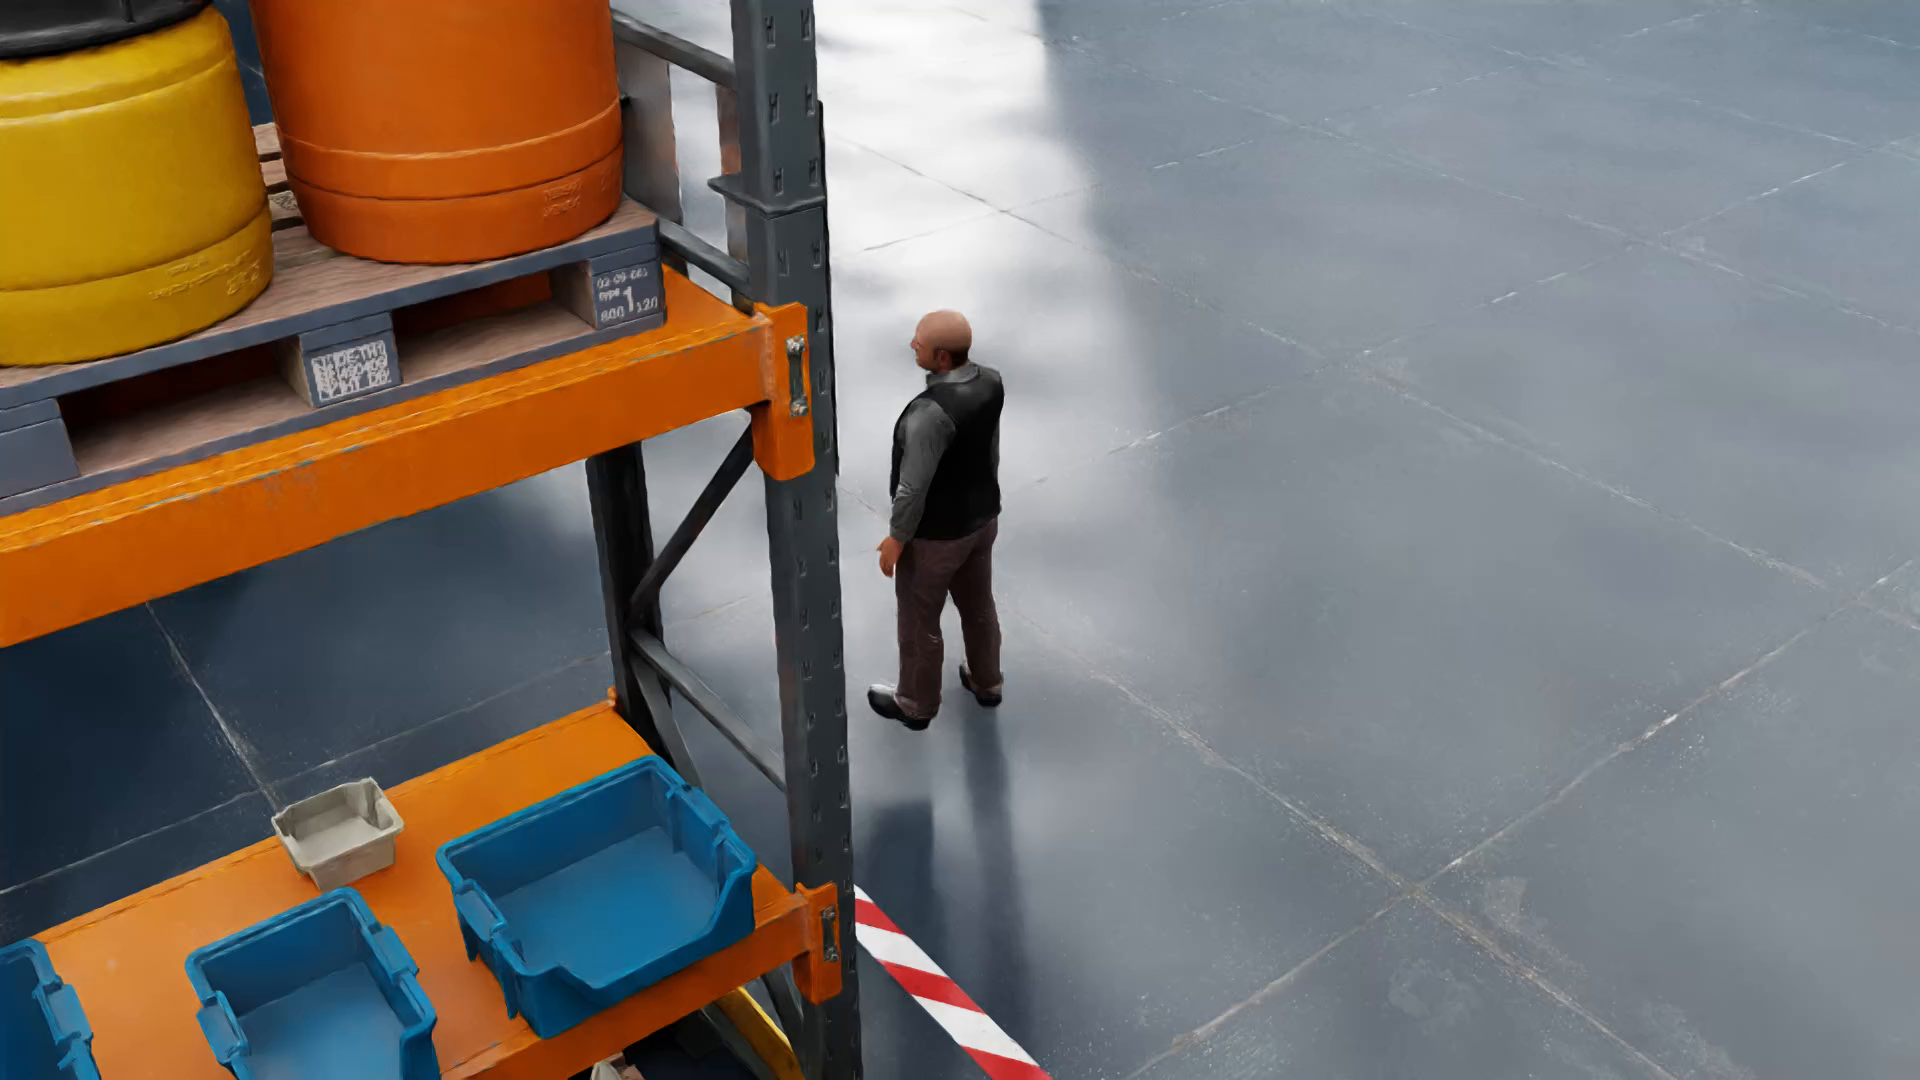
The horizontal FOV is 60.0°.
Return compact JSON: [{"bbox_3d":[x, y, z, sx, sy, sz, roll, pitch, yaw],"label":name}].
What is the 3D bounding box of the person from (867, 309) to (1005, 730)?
[{"bbox_3d":[-0.089,-0.073,6.224,0.470,1.730,0.588,20,37,28],"label":"person"}]
